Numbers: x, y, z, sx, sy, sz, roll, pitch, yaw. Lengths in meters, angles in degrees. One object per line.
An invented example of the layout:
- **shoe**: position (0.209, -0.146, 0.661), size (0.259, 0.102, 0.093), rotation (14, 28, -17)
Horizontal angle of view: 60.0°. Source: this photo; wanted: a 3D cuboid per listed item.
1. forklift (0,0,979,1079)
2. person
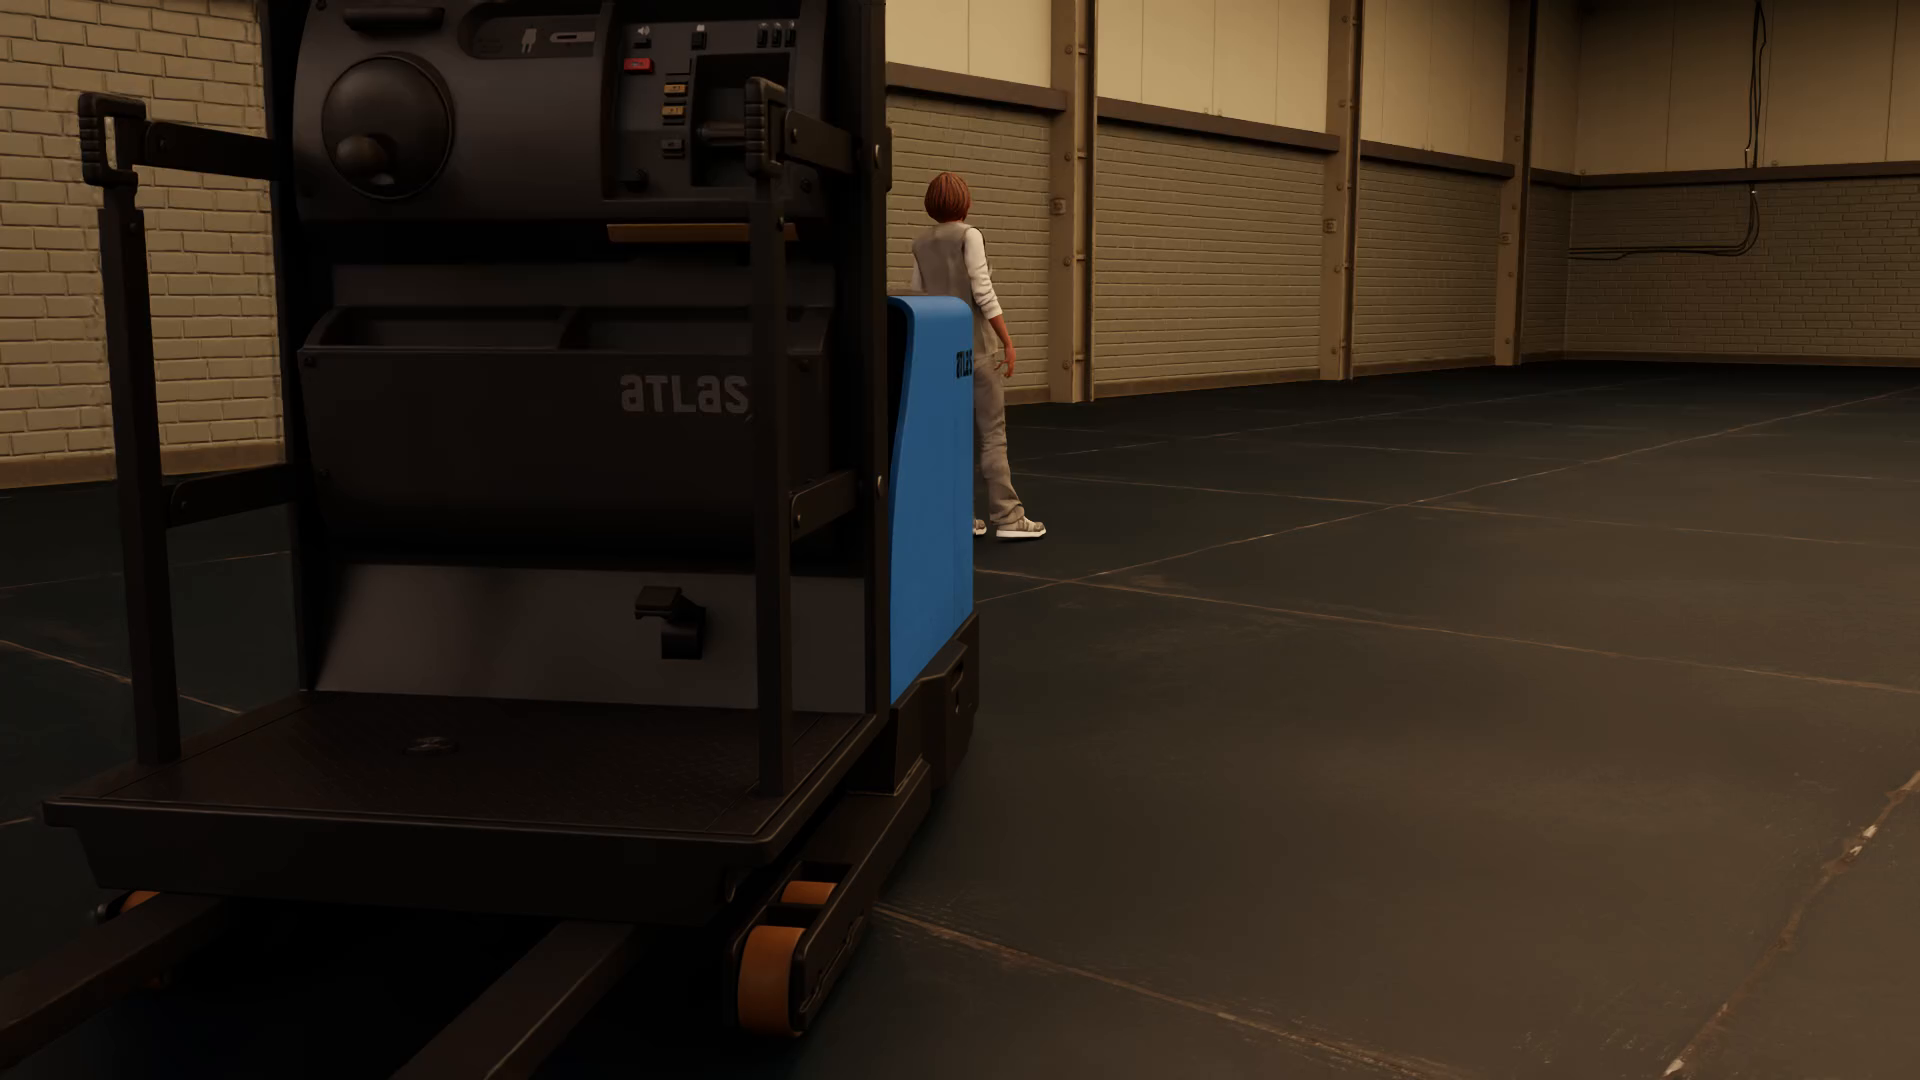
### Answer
- **forklift**: position (-0.710, -0.777, 2.595), size (1.130, 2.935, 3.031), rotation (1, 8, 10)
- **person**: position (0.057, -0.805, 7.336), size (0.520, 1.597, 0.475), rotation (7, 11, 38)
